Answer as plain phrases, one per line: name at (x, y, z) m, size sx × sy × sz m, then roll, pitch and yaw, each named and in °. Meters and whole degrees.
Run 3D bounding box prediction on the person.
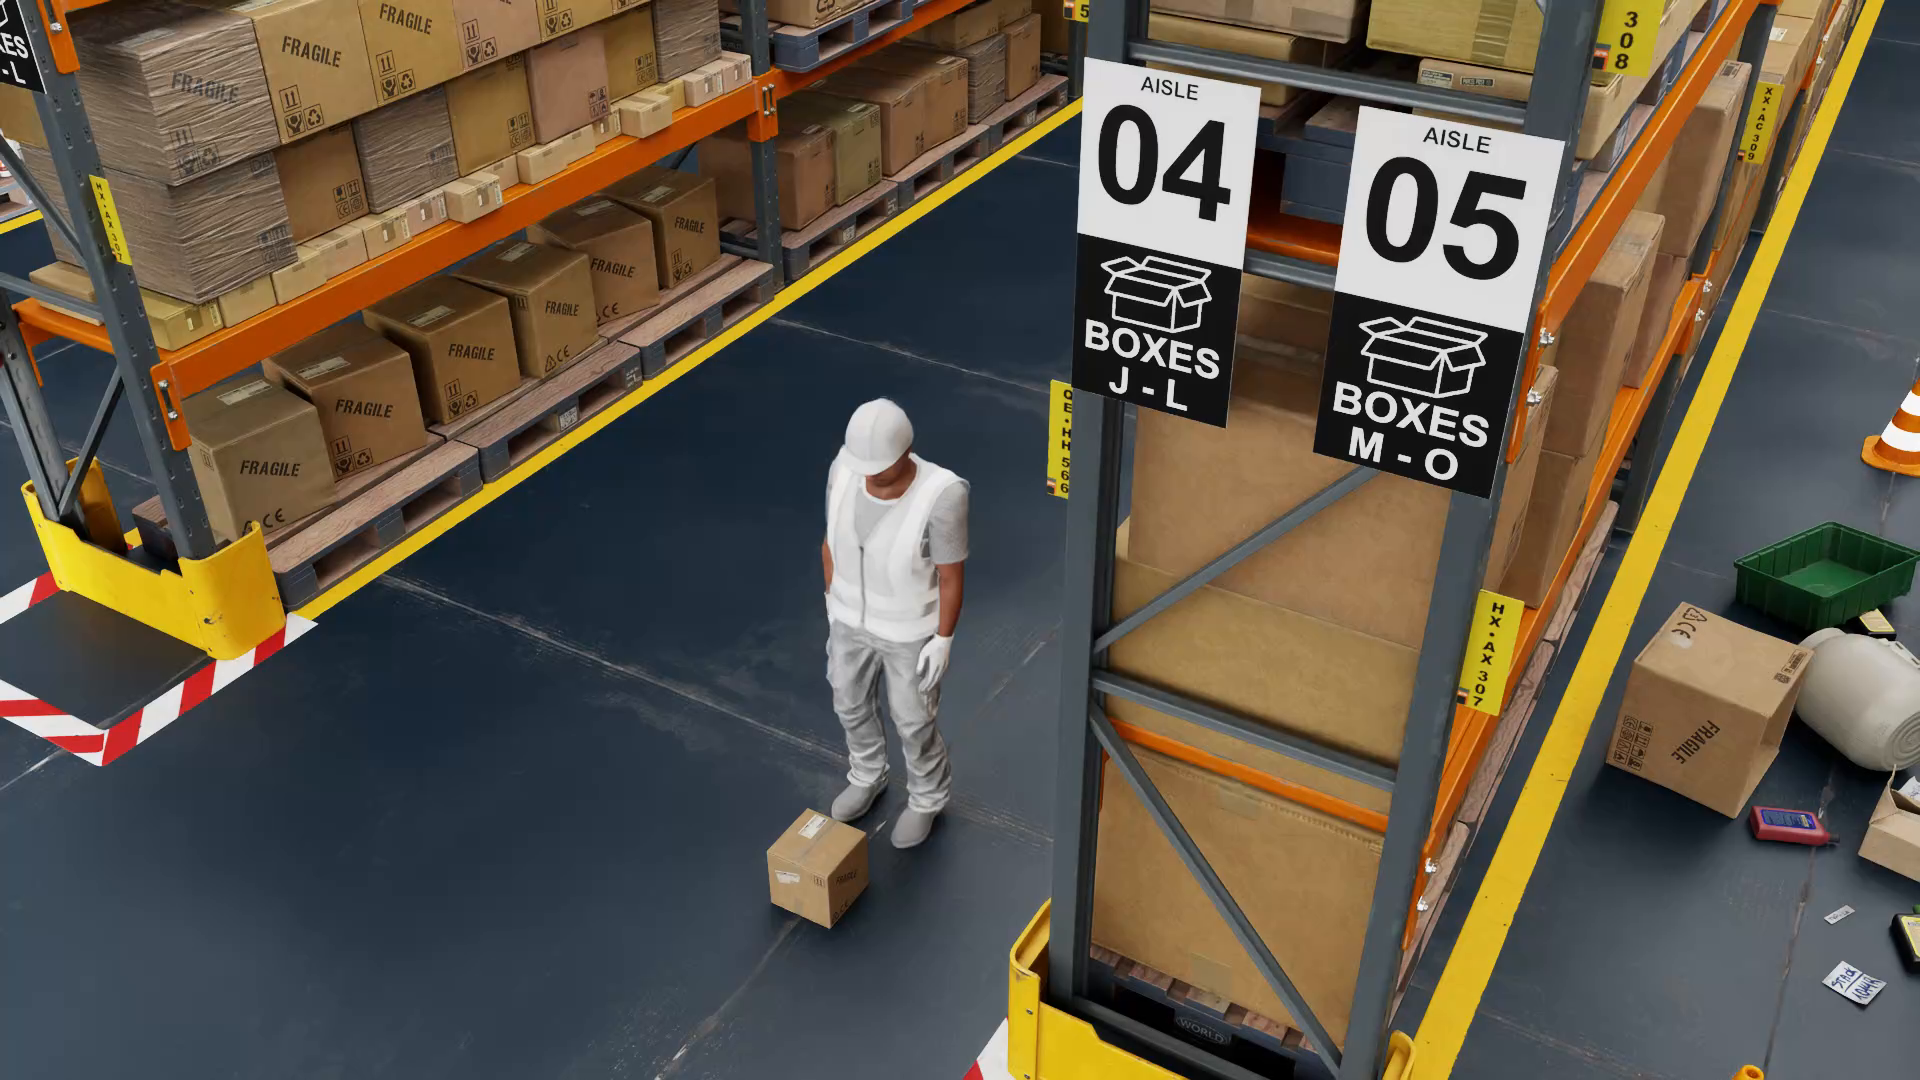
person at (-0.236, 0.283, 5.718) m, size 0.554 × 1.769 × 0.379 m, roll 18°, pitch 38°, yaw 25°
